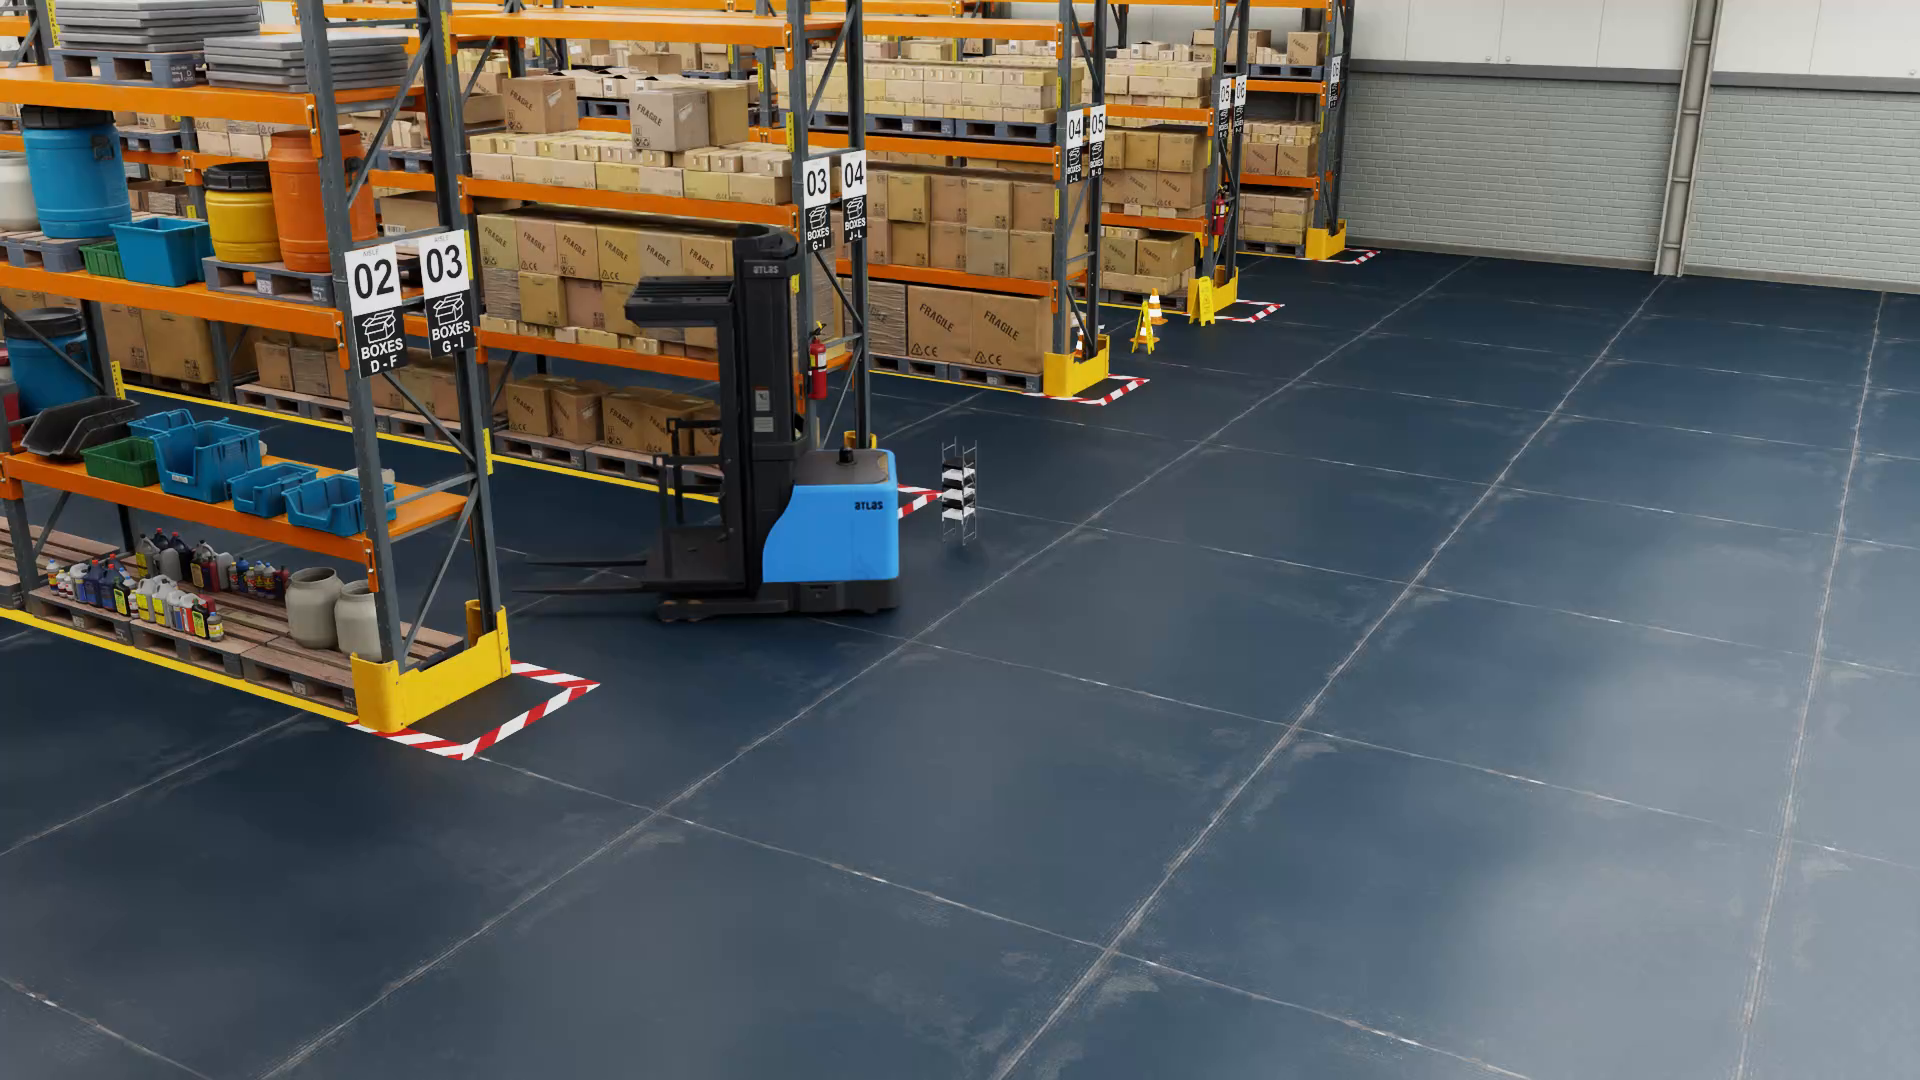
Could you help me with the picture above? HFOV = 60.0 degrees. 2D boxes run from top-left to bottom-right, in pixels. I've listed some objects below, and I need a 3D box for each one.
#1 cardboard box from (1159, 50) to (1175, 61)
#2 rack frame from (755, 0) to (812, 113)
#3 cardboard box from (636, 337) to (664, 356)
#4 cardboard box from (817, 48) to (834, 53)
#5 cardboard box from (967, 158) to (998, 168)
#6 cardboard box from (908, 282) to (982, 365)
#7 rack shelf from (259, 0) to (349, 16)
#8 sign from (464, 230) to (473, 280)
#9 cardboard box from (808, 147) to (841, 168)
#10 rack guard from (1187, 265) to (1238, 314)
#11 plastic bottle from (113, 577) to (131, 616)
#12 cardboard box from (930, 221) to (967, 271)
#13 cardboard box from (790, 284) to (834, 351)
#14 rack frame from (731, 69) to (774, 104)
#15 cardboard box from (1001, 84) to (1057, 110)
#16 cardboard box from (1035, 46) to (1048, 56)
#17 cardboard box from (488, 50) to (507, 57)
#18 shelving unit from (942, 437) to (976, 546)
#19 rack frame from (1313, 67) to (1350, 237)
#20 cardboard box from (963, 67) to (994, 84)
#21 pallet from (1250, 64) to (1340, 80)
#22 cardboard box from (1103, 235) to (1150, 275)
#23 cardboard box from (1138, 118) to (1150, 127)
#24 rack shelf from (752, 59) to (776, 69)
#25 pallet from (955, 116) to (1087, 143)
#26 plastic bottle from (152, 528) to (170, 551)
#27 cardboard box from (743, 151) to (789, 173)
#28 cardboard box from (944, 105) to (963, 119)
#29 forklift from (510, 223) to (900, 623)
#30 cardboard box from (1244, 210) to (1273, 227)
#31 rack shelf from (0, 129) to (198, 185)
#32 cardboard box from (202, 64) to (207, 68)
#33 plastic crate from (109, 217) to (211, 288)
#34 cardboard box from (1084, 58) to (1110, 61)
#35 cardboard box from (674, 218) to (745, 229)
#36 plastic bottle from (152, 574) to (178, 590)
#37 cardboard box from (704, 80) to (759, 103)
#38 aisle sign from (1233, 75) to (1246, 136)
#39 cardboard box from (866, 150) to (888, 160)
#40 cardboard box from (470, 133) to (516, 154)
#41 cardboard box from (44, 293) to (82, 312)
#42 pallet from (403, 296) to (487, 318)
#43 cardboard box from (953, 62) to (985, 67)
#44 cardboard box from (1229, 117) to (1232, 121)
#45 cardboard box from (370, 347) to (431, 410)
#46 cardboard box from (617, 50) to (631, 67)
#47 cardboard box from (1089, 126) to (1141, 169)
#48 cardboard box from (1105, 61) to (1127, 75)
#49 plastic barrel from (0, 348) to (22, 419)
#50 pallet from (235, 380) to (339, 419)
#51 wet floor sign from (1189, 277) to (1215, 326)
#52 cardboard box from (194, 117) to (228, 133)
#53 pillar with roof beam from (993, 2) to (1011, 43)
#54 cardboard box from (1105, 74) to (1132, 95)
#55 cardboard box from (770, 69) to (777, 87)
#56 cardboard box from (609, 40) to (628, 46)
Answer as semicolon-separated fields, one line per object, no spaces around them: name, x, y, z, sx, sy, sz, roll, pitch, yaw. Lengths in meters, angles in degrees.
cardboard box;3.523;-8.126;27.873;0.250;0.149;0.380;12;23;29
rack frame;-2.134;-6.734;20.031;0.127;3.000;1.000;11;23;27
cardboard box;-2.860;-1.875;15.801;0.250;0.149;0.380;11;23;27
cardboard box;-2.326;-9.067;31.081;0.500;0.250;0.500;11;23;27
cardboard box;0.440;-5.435;24.664;0.500;0.500;0.500;11;23;27
cardboard box;-0.036;-2.686;20.169;0.875;0.875;0.875;10;22;26
rack shelf;-10.865;-8.057;24.739;4.000;0.370;1.077;11;23;27
sign;-3.293;-1.892;11.067;0.005;0.325;0.100;11;23;27
cardboard box;-1.277;-3.431;14.958;0.250;0.149;0.380;11;22;27
rack guard;3.617;-3.577;23.790;0.348;0.500;1.175;11;23;27
plastic bottle;-6.266;0.419;12.446;0.133;0.283;0.061;12;23;30
cardboard box;0.093;-3.583;19.921;0.550;0.550;0.875;11;23;27
cardboard box;-1.616;-2.075;15.403;0.500;0.500;0.875;11;23;27
rack frame;-3.301;-6.070;26.996;0.127;3.000;1.000;11;23;27
cardboard box;0.794;-4.971;18.590;0.500;0.250;0.500;11;23;28
cardboard box;1.501;-8.512;28.936;0.250;0.149;0.380;11;23;27
cardboard box;-6.295;-6.631;22.877;0.258;0.266;0.396;11;23;27
shelving unit;-0.007;-0.424;14.513;0.210;0.900;0.258;11;23;27
rack frame;6.101;-6.217;27.404;0.127;3.000;1.000;11;23;27
cardboard box;0.230;-5.242;18.753;0.250;0.149;0.380;11;23;28
pallet;5.496;-7.711;27.253;1.213;0.211;1.003;11;23;27
cardboard box;2.400;-4.138;23.988;0.500;0.500;0.500;12;23;29
cardboard box;3.242;-7.177;28.515;0.250;0.149;0.380;10;22;26
rack shelf;-2.629;-8.952;31.600;4.000;0.370;1.077;11;23;27
pallet;0.705;-4.737;19.055;1.213;0.211;1.003;11;23;27
plastic bottle;-6.354;0.080;13.283;0.185;0.351;0.144;10;22;26
cardboard box;-1.714;-3.347;14.729;0.250;0.149;0.380;10;22;26
cardboard box;0.013;-4.909;19.004;0.250;0.149;0.380;10;22;27
forklift;-2.009;-0.923;12.910;3.031;2.935;1.130;-1;20;-3
cardboard box;5.091;-5.432;27.922;0.500;0.250;0.500;11;22;27
rack shelf;-9.880;-4.524;19.391;4.000;0.370;1.077;11;23;27
cardboard box;-11.020;-7.076;24.859;0.500;0.250;0.500;10;22;25
plastic crate;-5.377;-1.945;11.249;0.575;0.384;0.392;11;23;27
cardboard box;1.975;-6.854;23.959;0.250;0.149;0.380;11;23;28
cardboard box;-2.367;-2.786;15.896;0.500;0.500;0.500;11;23;27
plastic bottle;-5.969;0.405;12.495;0.135;0.276;0.152;11;23;27
cardboard box;-2.829;-5.568;20.672;0.500;0.250;0.500;11;23;28
aisle sign;3.889;-6.043;23.112;0.004;0.787;0.394;11;23;27
cardboard box;-1.205;-5.967;25.515;0.500;0.500;0.500;12;23;29
cardboard box;-4.508;-3.835;16.074;0.250;0.149;0.380;10;22;26
cardboard box;-10.277;-2.734;20.302;0.875;0.875;1.225;10;22;25
pallet;-5.238;-2.534;17.532;1.213;0.211;1.003;11;23;27
cardboard box;0.112;-5.522;19.525;0.250;0.149;0.380;10;22;27
cardboard box;4.576;-7.094;28.288;0.250;0.149;0.380;11;23;28
cardboard box;-6.063;-1.772;18.170;0.500;0.500;0.700;9;22;23
cardboard box;-5.368;-7.871;27.145;0.258;0.266;0.396;13;24;32
cardboard box;2.197;-5.557;23.533;0.500;0.500;0.700;10;22;27
cardboard box;2.184;-6.617;23.307;0.250;0.149;0.380;10;22;26
plastic barrel;-7.785;-1.268;13.560;0.433;0.535;0.433;0;20;0
pallet;-7.452;-1.678;18.979;1.213;0.211;1.003;11;23;27
wet floor sign;3.328;-3.282;22.765;0.267;0.644;0.232;-16;26;-38
cardboard box;-7.849;-4.657;17.823;0.500;0.500;0.500;11;23;28
pillar with roof beam;-1.405;-9.138;26.658;0.400;9.000;9.100;11;23;27
cardboard box;2.212;-6.392;23.271;0.500;0.250;0.500;12;23;29
cardboard box;-2.886;-7.271;26.107;0.258;0.266;0.396;11;23;27
cardboard box;-6.719;-10.035;33.314;0.500;0.250;0.500;10;22;26
